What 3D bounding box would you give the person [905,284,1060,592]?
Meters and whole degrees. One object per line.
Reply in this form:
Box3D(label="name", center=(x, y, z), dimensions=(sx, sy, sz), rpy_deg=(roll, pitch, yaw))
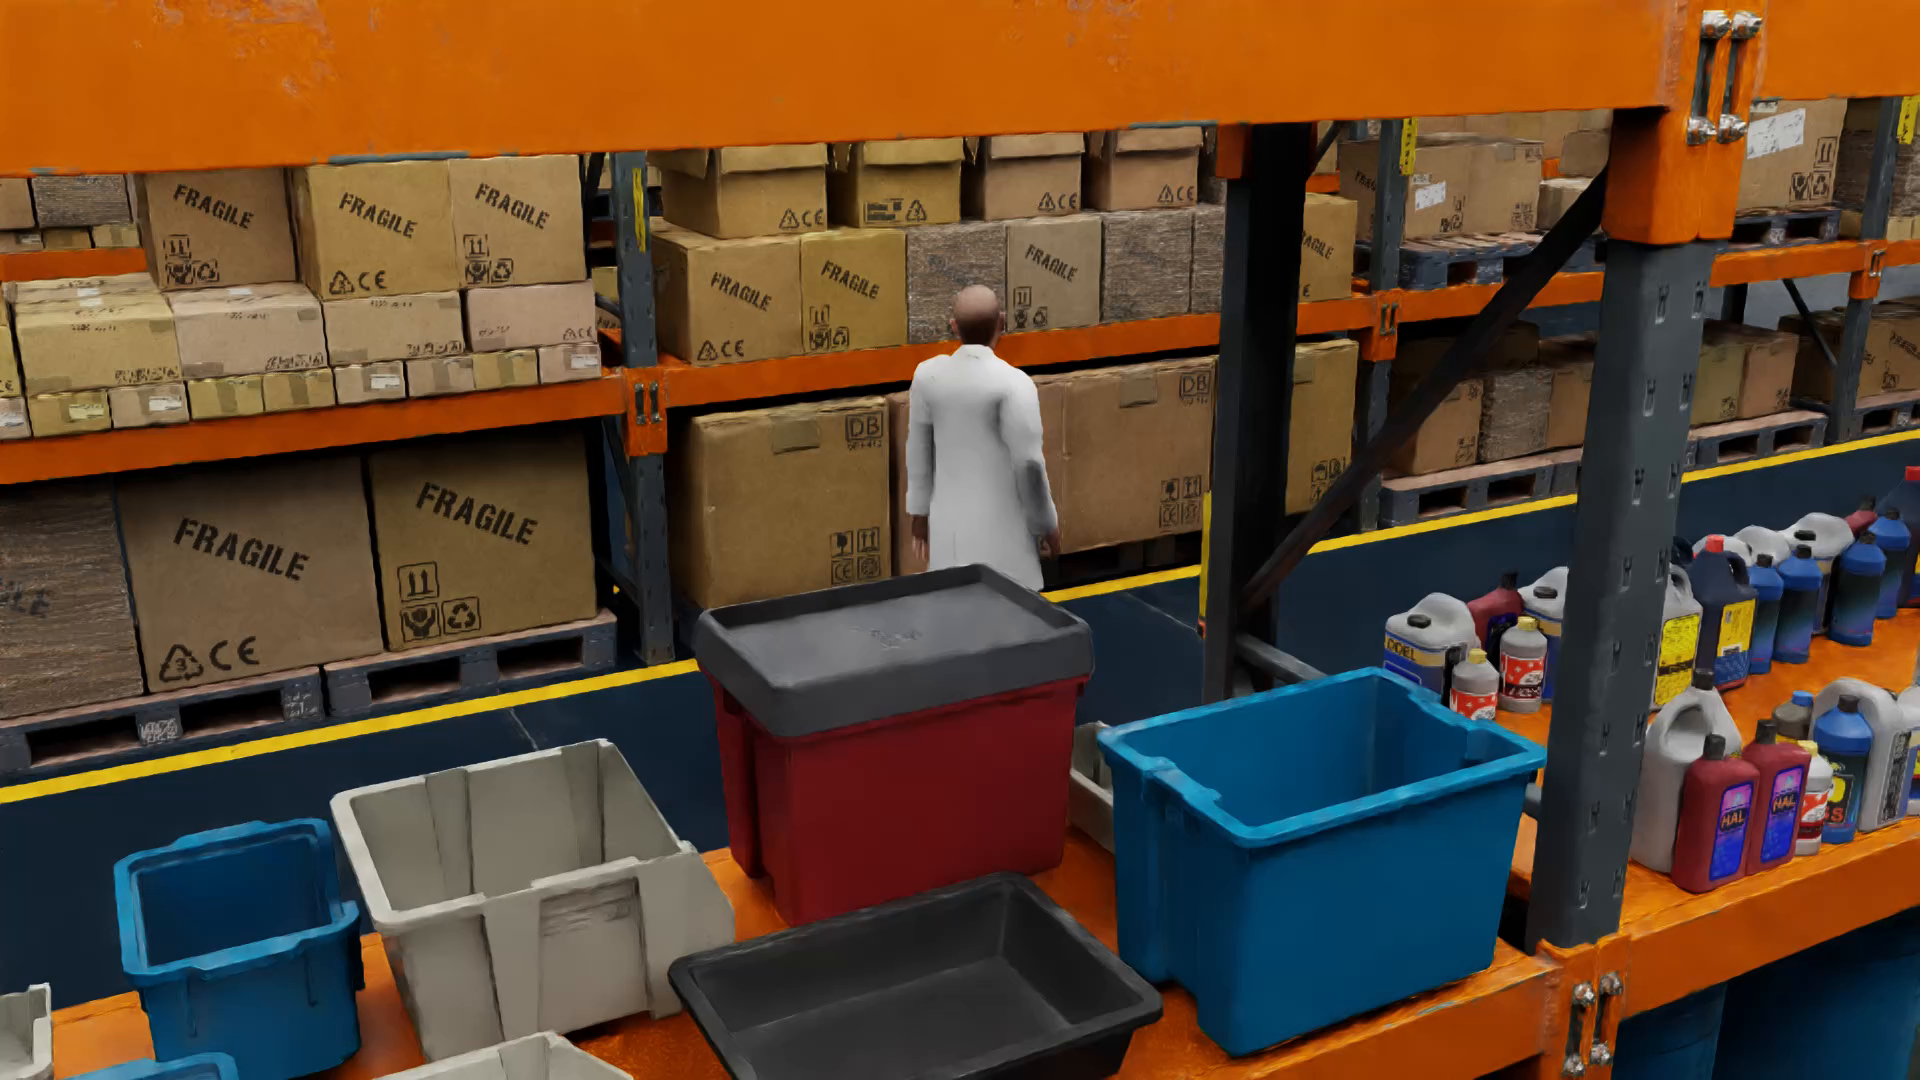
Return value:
Box3D(label="person", center=(0.073, -0.049, 6.159), dimensions=(0.633, 1.795, 0.510), rpy_deg=(14, 23, 37))
